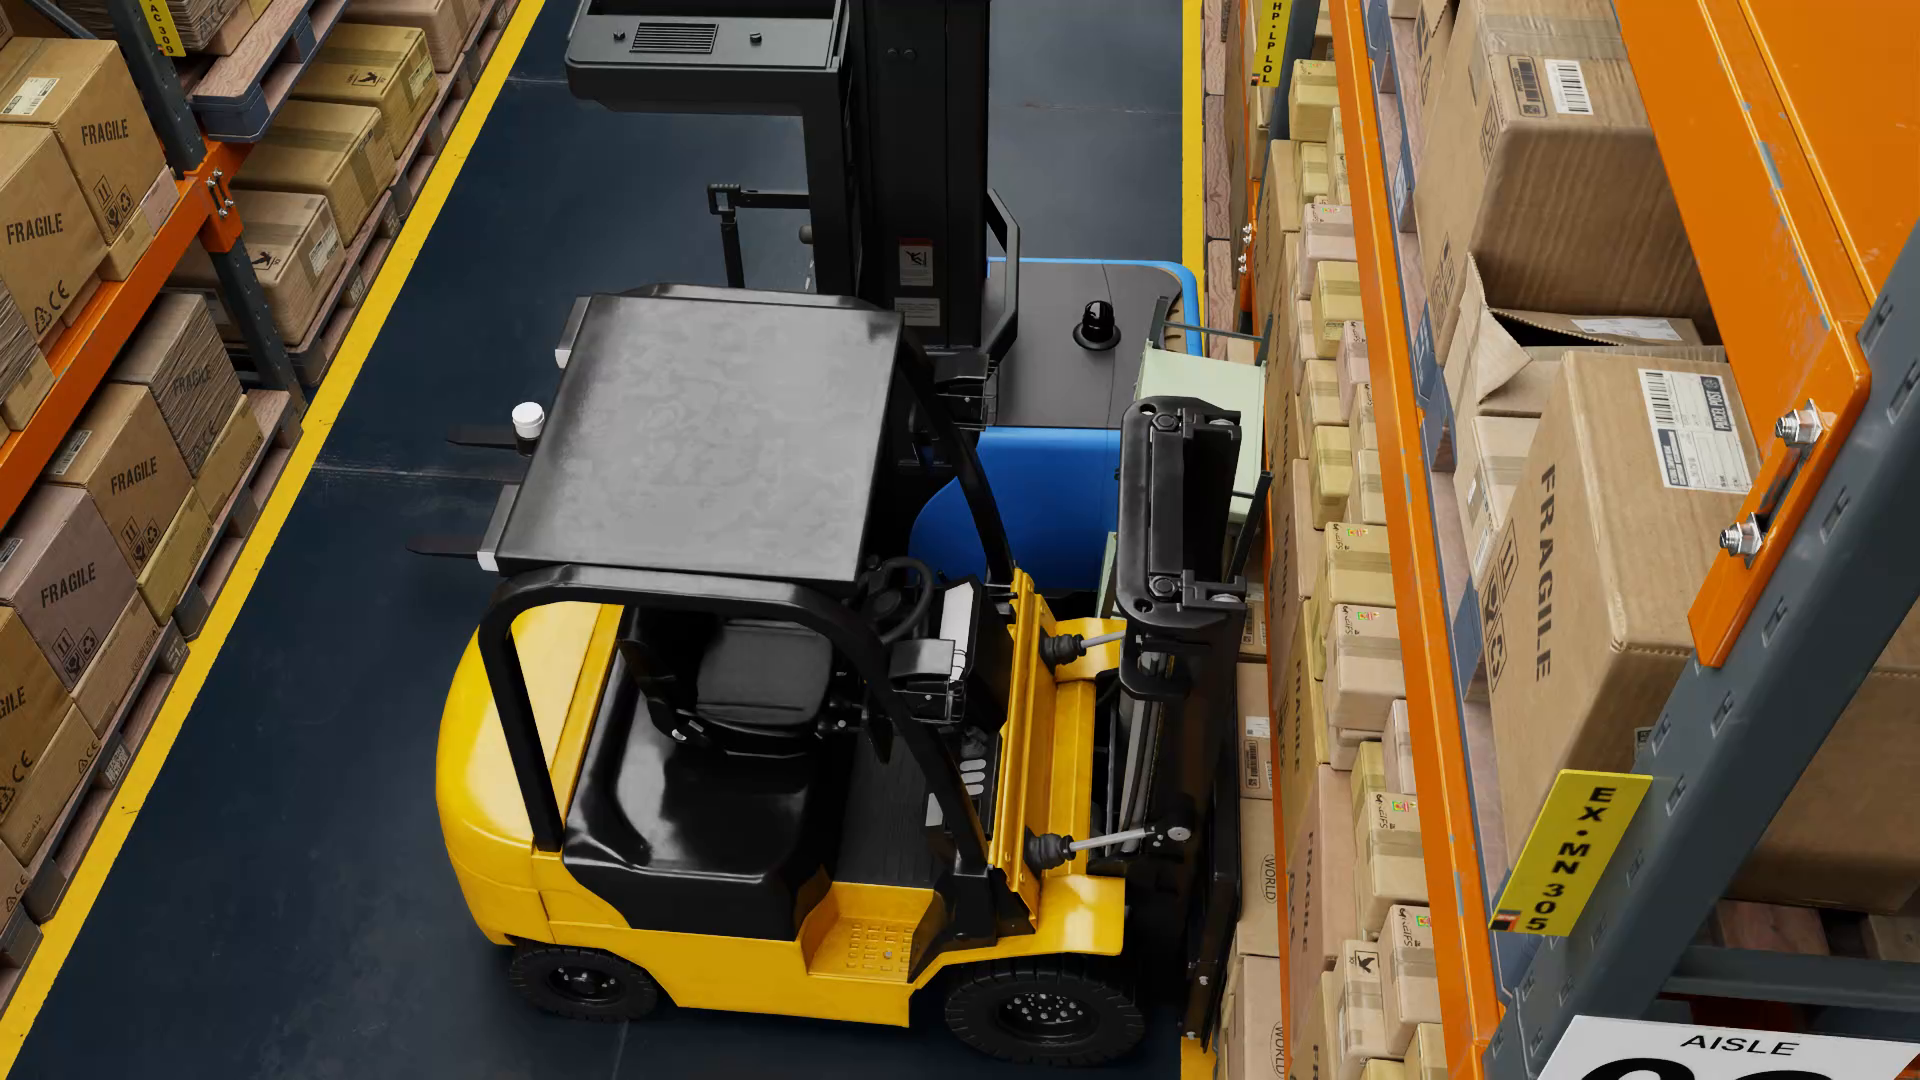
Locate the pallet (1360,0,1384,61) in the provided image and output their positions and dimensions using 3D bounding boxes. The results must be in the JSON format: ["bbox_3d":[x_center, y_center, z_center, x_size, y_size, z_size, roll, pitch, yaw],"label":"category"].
[{"bbox_3d":[1.525,-1.610,4.243,1.003,0.211,1.213,4,48,4],"label":"pallet"}]

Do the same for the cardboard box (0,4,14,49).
[{"bbox_3d":[-3.622,-1.750,5.396,0.700,0.500,0.500,3,48,3],"label":"cardboard box"}]

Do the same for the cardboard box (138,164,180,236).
[{"bbox_3d":[-3.092,-1.245,6.052,0.380,0.149,0.250,3,48,3],"label":"cardboard box"}]

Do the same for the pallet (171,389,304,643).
[{"bbox_3d":[-3.392,-0.150,6.770,1.003,0.211,1.213,4,48,4],"label":"pallet"}]

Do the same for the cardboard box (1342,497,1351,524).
[{"bbox_3d":[1.170,0.036,4.203,0.380,0.149,0.250,4,48,3],"label":"cardboard box"}]

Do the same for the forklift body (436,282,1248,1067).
[{"bbox_3d":[-0.431,0.454,4.903,2.313,2.155,1.214,4,48,4],"label":"forklift body"}]

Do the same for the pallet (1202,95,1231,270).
[{"bbox_3d":[1.714,-1.758,8.240,1.003,0.211,1.213,4,48,4],"label":"pallet"}]

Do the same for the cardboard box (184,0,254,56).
[{"bbox_3d":[-3.001,-2.029,6.484,0.380,0.149,0.250,5,48,4],"label":"cardboard box"}]

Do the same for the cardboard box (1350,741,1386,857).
[{"bbox_3d":[1.077,0.600,3.687,0.380,0.149,0.250,4,48,3],"label":"cardboard box"}]

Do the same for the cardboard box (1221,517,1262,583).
[{"bbox_3d":[1.164,-0.097,5.733,0.500,0.250,0.500,4,48,4],"label":"cardboard box"}]

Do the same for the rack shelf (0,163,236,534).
[{"bbox_3d":[-3.549,0.126,5.116,1.077,0.370,4.000,4,48,4],"label":"rack shelf"}]

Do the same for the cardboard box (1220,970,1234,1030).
[{"bbox_3d":[1.028,1.174,4.909,0.500,0.250,0.500,3,48,3],"label":"cardboard box"}]

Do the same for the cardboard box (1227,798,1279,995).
[{"bbox_3d":[1.021,1.026,4.706,0.500,0.250,0.500,4,48,4],"label":"cardboard box"}]

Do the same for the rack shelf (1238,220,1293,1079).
[{"bbox_3d":[1.395,0.457,4.813,1.077,0.370,4.000,4,48,4],"label":"rack shelf"}]

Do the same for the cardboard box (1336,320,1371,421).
[{"bbox_3d":[1.214,-0.442,4.439,0.380,0.149,0.250,4,48,3],"label":"cardboard box"}]

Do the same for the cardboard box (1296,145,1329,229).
[{"bbox_3d":[1.264,-1.101,5.243,0.380,0.149,0.250,5,48,4],"label":"cardboard box"}]

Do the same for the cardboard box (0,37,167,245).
[{"bbox_3d":[-3.159,-1.378,5.734,0.500,0.500,0.500,3,48,3],"label":"cardboard box"}]

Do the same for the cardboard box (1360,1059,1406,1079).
[{"bbox_3d":[0.965,1.157,3.177,0.380,0.149,0.250,5,48,4],"label":"cardboard box"}]

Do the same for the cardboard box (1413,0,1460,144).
[{"bbox_3d":[1.295,-1.054,3.252,0.797,0.503,0.637,5,48,5],"label":"cardboard box"}]

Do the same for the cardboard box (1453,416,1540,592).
[{"bbox_3d":[0.986,-0.049,2.573,0.380,0.149,0.250,3,48,2],"label":"cardboard box"}]

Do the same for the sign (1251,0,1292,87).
[{"bbox_3d":[1.036,-1.649,5.520,0.100,0.325,0.005,4,48,4],"label":"sign"}]

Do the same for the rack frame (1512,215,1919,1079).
[{"bbox_3d":[1.213,-0.341,0.989,1.000,3.000,0.127,4,48,4],"label":"rack frame"}]

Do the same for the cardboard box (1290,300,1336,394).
[{"bbox_3d":[1.146,-0.539,4.729,0.380,0.149,0.250,3,48,3],"label":"cardboard box"}]

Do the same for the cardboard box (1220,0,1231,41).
[{"bbox_3d":[1.871,-3.078,8.883,0.875,0.625,0.625,5,48,5],"label":"cardboard box"}]

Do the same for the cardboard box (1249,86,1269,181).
[{"bbox_3d":[1.362,-1.593,6.302,0.500,0.250,0.500,5,48,4],"label":"cardboard box"}]

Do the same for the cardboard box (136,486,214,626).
[{"bbox_3d":[-3.191,0.044,6.282,0.500,0.250,0.500,3,48,2],"label":"cardboard box"}]

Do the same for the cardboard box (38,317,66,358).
[{"bbox_3d":[-3.246,-0.693,5.547,0.380,0.149,0.250,3,48,3],"label":"cardboard box"}]

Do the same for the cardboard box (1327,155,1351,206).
[{"bbox_3d":[1.304,-1.008,4.956,0.380,0.149,0.250,3,48,3],"label":"cardboard box"}]

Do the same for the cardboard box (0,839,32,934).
[{"bbox_3d":[-3.328,1.190,5.233,0.500,0.250,0.500,5,48,5],"label":"cardboard box"}]

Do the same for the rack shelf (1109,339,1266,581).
[{"bbox_3d":[0.753,-0.253,5.428,0.431,0.370,0.720,10,48,2],"label":"rack shelf"}]

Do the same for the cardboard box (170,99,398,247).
[{"bbox_3d":[-3.259,-1.756,7.845,0.950,0.372,0.625,7,48,6],"label":"cardboard box"}]

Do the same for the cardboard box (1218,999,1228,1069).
[{"bbox_3d":[1.050,1.372,5.067,0.500,0.250,0.500,4,48,4],"label":"cardboard box"}]

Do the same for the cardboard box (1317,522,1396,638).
[{"bbox_3d":[1.052,0.109,3.935,0.380,0.149,0.250,5,48,4],"label":"cardboard box"}]

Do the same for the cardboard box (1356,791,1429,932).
[{"bbox_3d":[1.024,0.676,3.416,0.380,0.149,0.250,5,48,4],"label":"cardboard box"}]

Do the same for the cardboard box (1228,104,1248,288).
[{"bbox_3d":[1.692,-1.550,7.485,0.875,0.625,0.625,3,48,3],"label":"cardboard box"}]

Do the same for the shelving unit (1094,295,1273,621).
[{"bbox_3d":[0.719,0.008,5.716,0.431,1.500,0.755,10,48,2],"label":"shelving unit"}]

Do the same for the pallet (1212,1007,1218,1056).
[{"bbox_3d":[1.354,1.166,5.566,1.003,0.211,1.213,4,48,4],"label":"pallet"}]

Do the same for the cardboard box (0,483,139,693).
[{"bbox_3d":[-3.243,0.148,5.678,0.500,0.500,0.500,6,48,6],"label":"cardboard box"}]

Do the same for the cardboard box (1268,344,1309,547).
[{"bbox_3d":[1.201,-0.225,4.881,0.500,0.500,0.500,3,48,3],"label":"cardboard box"}]

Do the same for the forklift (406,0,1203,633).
[{"bbox_3d":[-0.625,-1.007,5.711,3.031,2.935,1.130,2,48,2],"label":"forklift"}]

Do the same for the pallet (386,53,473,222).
[{"bbox_3d":[-3.188,-2.117,8.569,1.003,0.211,1.213,4,48,4],"label":"pallet"}]

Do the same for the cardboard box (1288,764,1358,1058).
[{"bbox_3d":[1.052,0.890,3.861,0.500,0.500,0.500,5,48,5],"label":"cardboard box"}]

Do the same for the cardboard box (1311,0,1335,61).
[{"bbox_3d":[1.387,-1.774,5.859,0.380,0.149,0.250,5,48,5],"label":"cardboard box"}]
